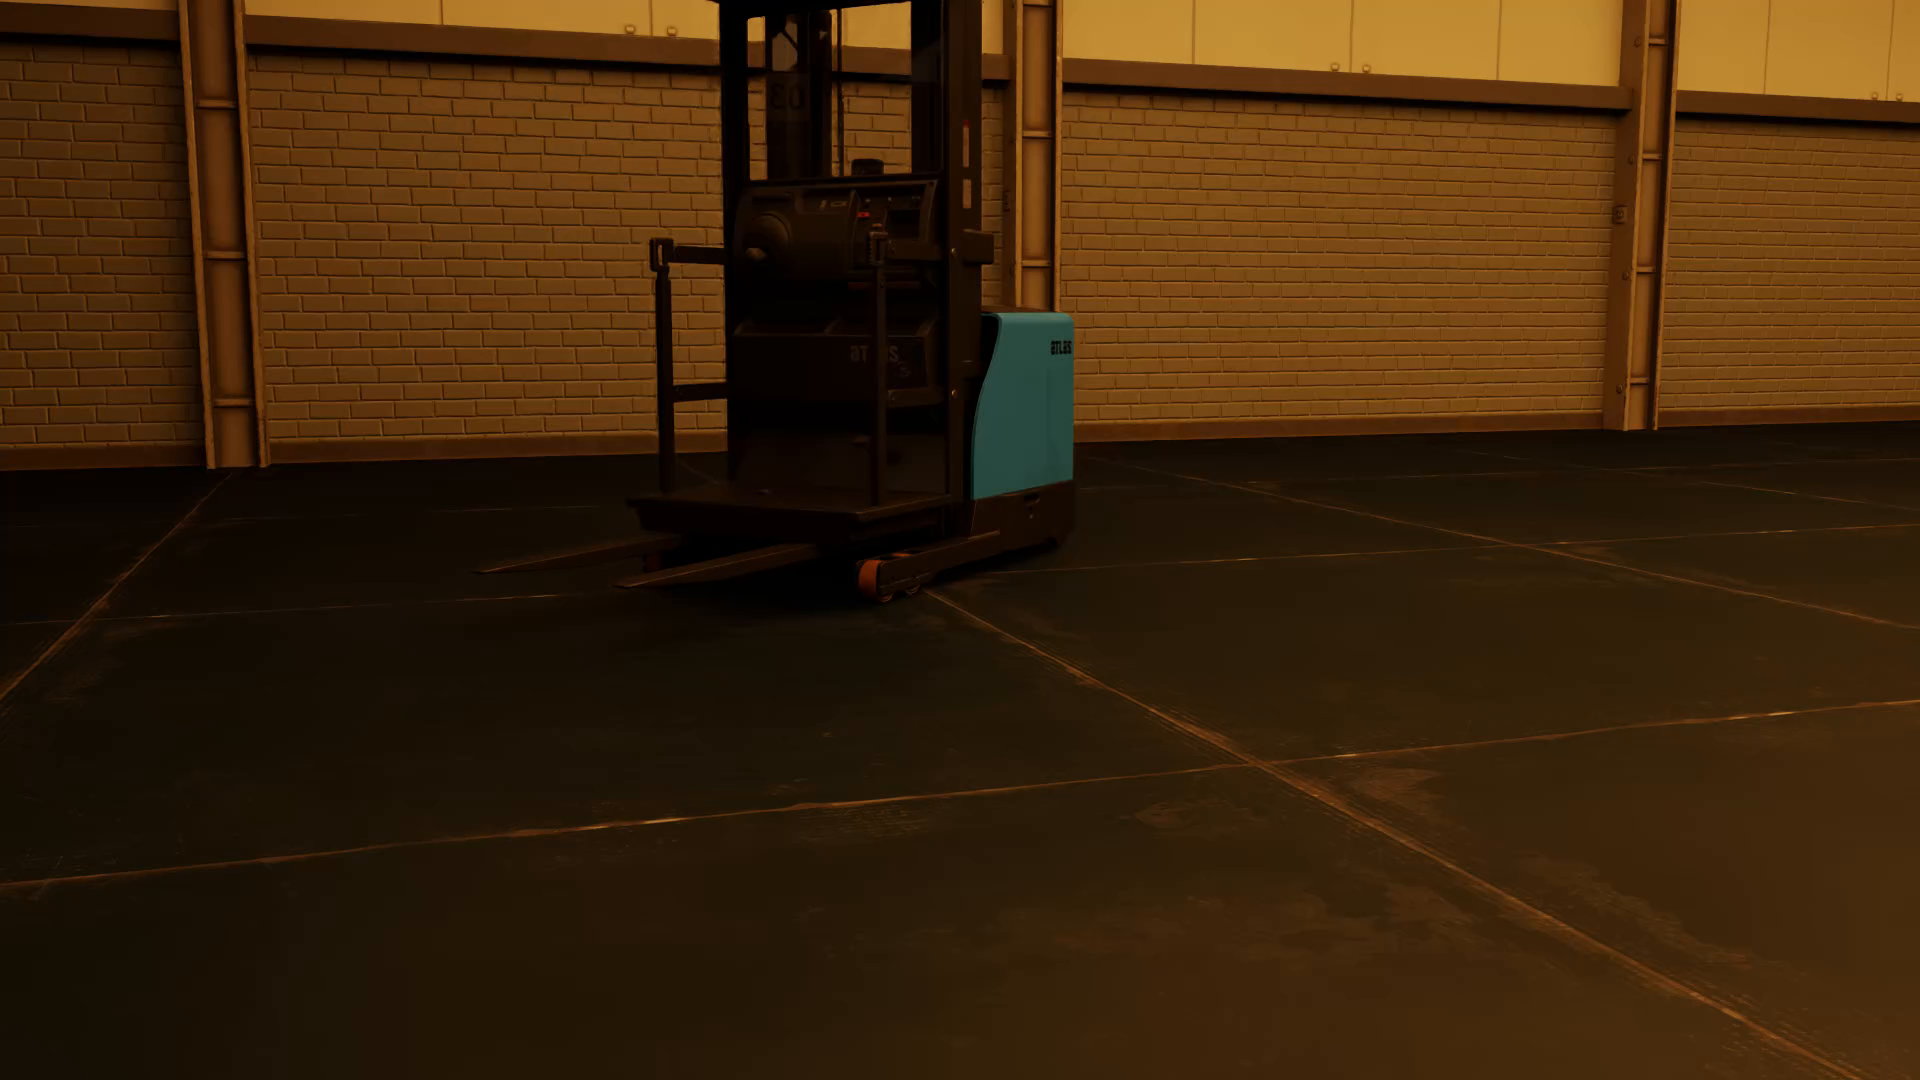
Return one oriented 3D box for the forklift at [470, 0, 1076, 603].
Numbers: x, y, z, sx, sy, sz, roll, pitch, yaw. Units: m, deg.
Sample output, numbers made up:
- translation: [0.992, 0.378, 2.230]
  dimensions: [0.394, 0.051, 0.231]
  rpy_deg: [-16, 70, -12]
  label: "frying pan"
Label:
- translation: [-0.610, -1.286, 6.505]
  dimensions: [1.130, 2.935, 3.031]
  rpy_deg: [4, 9, 28]
  label: "forklift"
